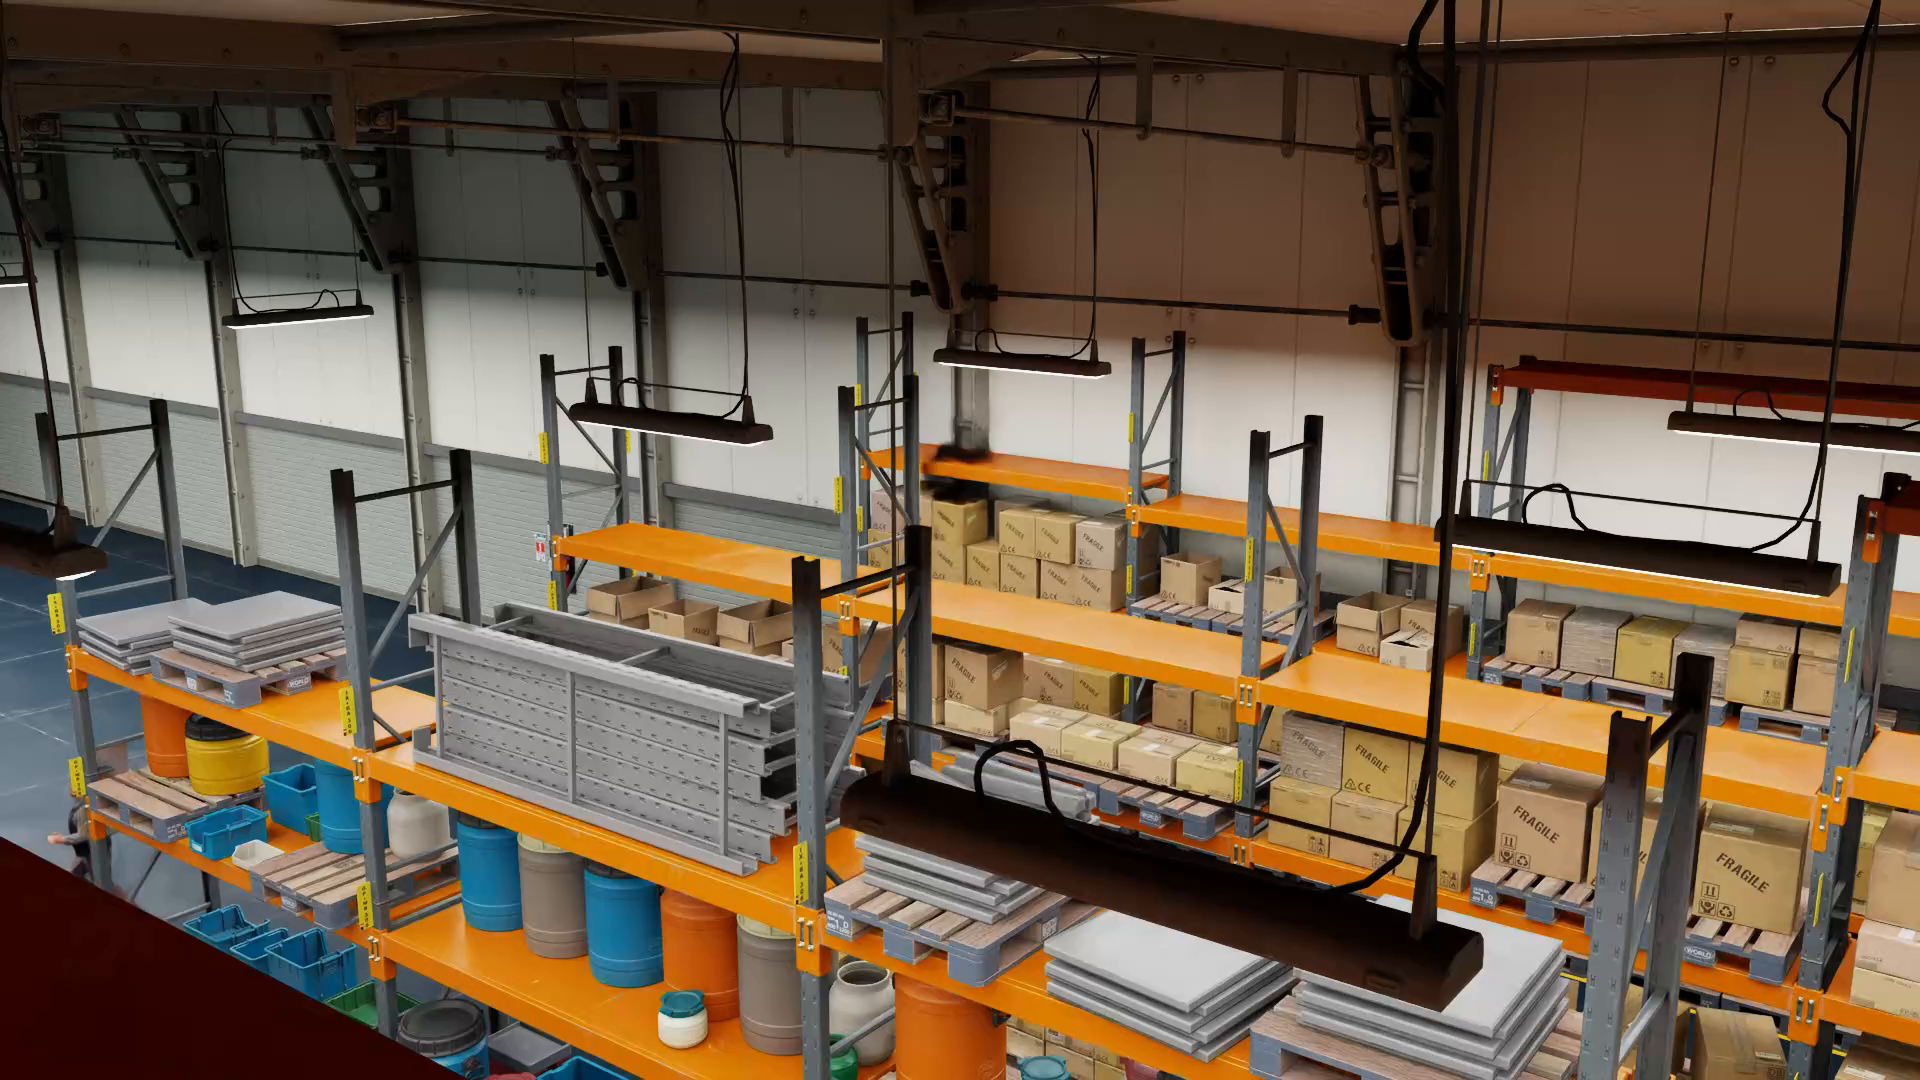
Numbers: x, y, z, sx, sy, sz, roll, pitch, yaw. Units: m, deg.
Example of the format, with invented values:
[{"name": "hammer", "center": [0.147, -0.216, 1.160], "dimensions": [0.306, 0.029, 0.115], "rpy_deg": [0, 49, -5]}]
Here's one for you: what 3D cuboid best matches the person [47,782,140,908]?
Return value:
[{"name": "person", "center": [-9.090, 3.269, 17.404], "dimensions": [0.775, 1.722, 0.624], "rpy_deg": [-6, 14, -26]}]
